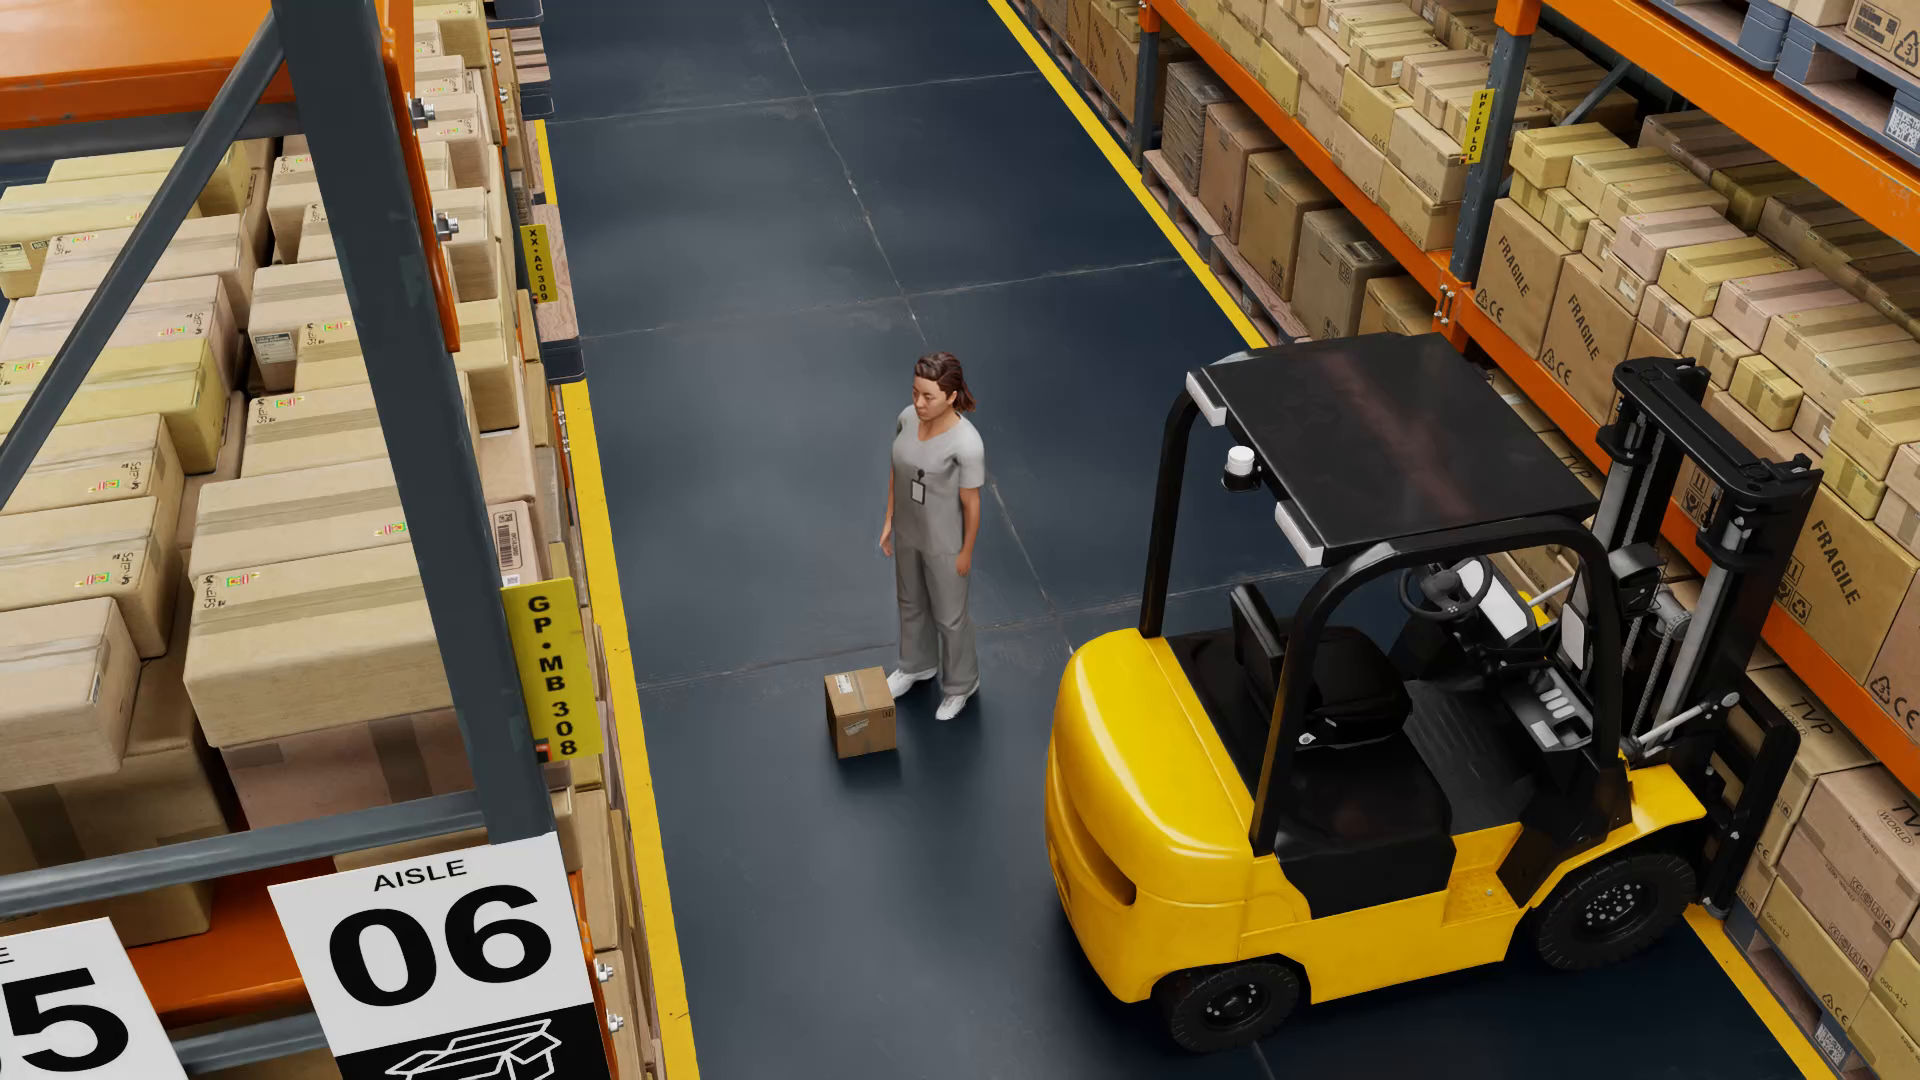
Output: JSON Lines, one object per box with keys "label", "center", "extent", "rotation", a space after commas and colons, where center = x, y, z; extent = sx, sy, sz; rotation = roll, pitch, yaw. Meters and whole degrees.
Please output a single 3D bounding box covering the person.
{"label": "person", "center": [-0.118, 0.007, 6.740], "extent": [0.429, 1.719, 0.448], "rotation": [-30, 47, -32]}
